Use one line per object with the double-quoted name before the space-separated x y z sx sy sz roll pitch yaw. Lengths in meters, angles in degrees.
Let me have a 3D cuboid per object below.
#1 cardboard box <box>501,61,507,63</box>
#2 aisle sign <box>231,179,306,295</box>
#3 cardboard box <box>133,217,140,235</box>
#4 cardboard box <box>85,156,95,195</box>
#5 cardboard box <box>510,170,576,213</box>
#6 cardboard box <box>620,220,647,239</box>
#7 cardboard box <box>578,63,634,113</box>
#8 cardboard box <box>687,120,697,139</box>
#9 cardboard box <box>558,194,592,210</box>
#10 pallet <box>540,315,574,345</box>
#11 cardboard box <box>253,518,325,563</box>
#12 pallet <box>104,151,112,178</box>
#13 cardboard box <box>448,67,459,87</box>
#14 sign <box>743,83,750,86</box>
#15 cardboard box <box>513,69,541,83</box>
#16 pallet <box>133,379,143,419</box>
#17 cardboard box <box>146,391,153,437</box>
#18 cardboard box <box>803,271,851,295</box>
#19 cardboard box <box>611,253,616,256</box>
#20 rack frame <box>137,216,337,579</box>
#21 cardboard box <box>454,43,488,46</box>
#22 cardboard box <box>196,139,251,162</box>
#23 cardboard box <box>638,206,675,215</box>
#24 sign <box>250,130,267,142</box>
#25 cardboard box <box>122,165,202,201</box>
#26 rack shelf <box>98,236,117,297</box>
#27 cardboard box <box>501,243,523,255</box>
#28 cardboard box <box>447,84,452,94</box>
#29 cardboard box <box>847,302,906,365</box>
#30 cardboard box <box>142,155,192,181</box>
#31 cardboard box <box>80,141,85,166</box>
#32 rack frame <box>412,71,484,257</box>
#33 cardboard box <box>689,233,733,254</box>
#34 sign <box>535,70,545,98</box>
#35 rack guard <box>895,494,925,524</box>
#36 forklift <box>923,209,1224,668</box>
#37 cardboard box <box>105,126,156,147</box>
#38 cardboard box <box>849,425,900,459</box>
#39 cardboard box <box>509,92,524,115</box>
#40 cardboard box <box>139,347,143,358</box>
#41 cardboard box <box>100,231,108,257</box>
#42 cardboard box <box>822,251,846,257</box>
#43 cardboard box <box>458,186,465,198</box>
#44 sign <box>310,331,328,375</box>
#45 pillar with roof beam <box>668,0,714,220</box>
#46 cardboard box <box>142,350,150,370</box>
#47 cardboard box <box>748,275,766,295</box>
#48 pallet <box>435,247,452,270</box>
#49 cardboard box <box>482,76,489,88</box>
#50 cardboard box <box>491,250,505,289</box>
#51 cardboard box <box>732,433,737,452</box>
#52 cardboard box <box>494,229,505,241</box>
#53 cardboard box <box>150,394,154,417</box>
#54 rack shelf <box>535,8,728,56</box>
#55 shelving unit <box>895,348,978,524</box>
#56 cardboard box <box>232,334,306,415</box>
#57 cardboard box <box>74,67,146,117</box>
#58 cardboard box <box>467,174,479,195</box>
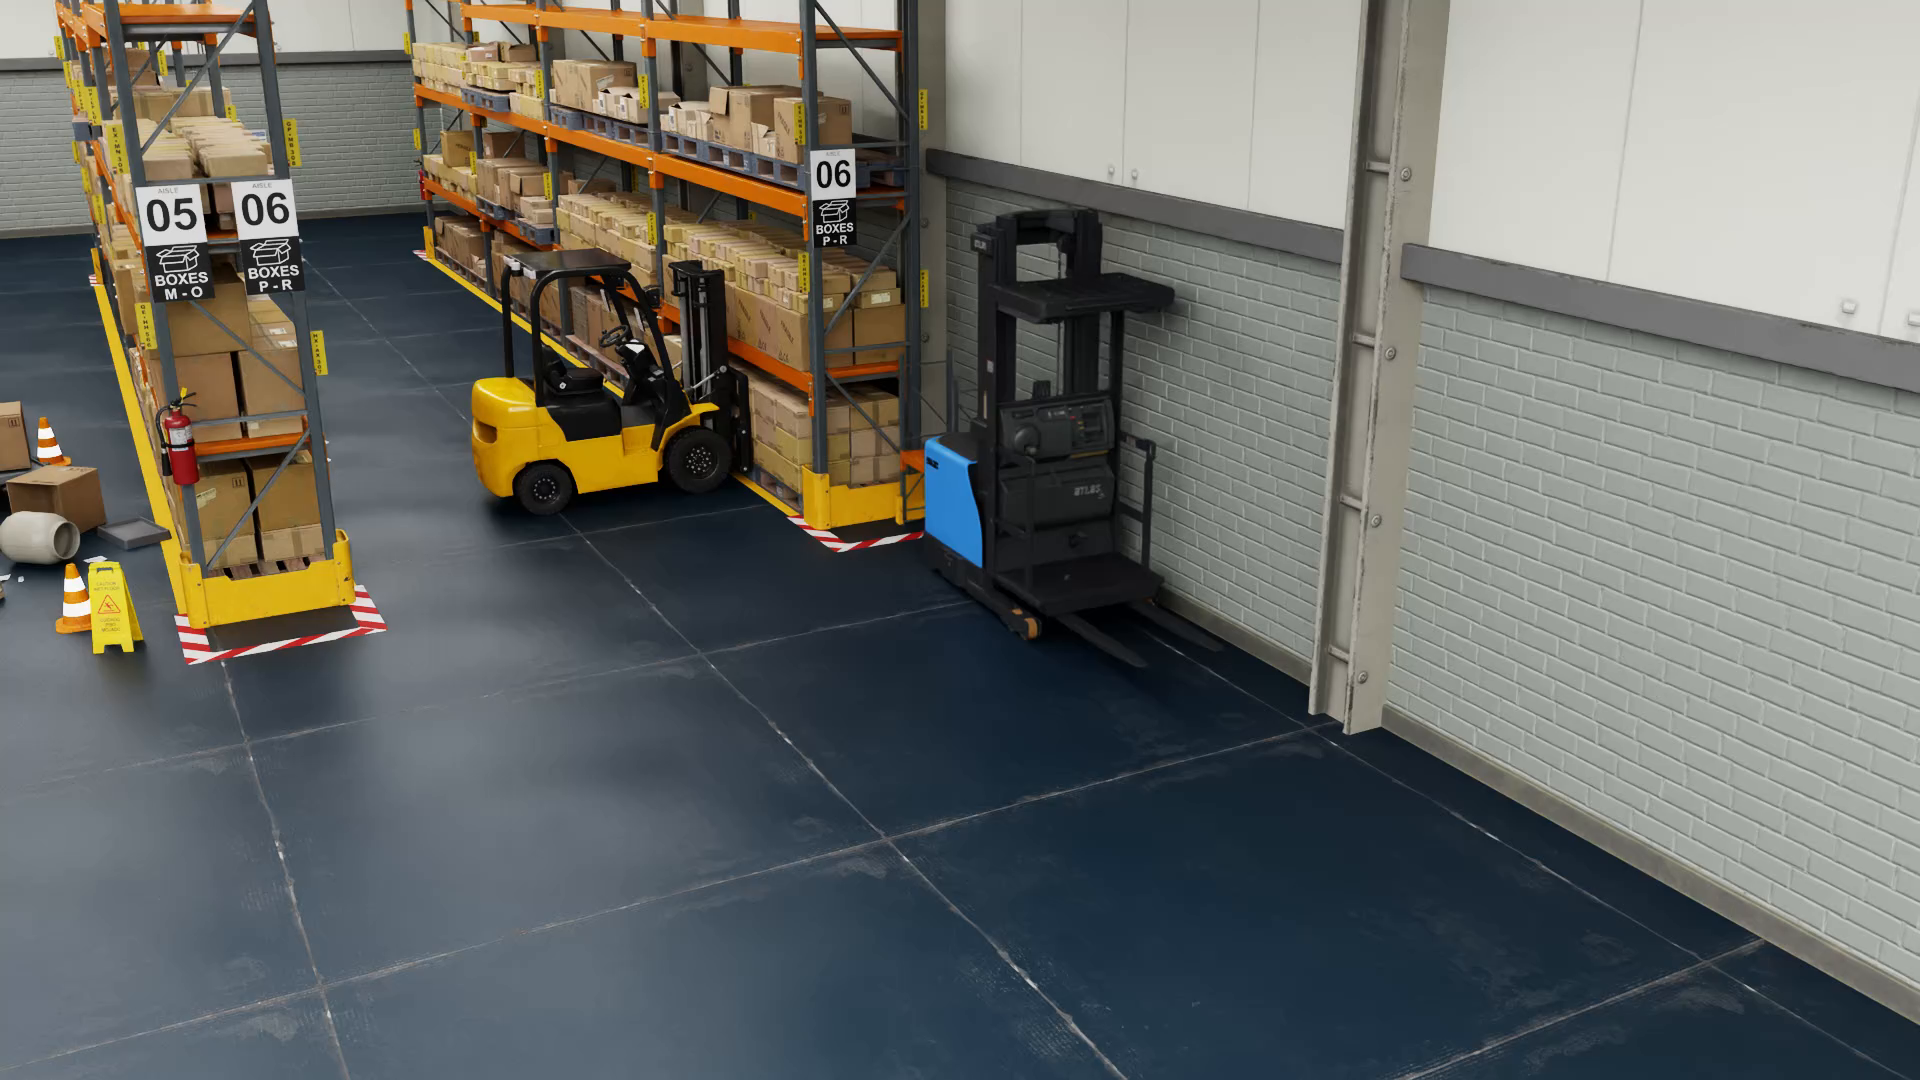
"cardboard box" -6.263 -6.707 23.502 0.380 0.149 0.250 -10 22 -27
"aisle sign" -4.874 -2.133 11.730 0.394 0.787 0.004 -10 21 -27
"cardboard box" -5.739 -2.299 11.982 0.380 0.149 0.250 -10 21 -26
"cardboard box" -10.919 -4.668 21.375 0.500 0.500 0.500 -10 21 -26
"cardboard box" -5.547 -4.628 22.143 0.797 0.503 0.637 -11 22 -28
"cardboard box" -3.517 -3.415 18.281 0.380 0.149 0.250 -11 22 -28
"cardboard box" -3.996 -5.114 18.804 0.500 0.500 0.500 -9 21 -25
"cardboard box" -2.399 -3.941 15.943 0.380 0.149 0.250 -9 21 -25
"cardboard box" -4.717 -4.158 20.434 0.380 0.149 0.250 -9 21 -25
"pallet" -4.930 -2.843 22.046 1.003 0.211 1.213 -10 21 -27
"cardboard box" -5.316 -0.047 13.242 0.500 0.250 0.500 -10 21 -27
"pallet" -7.275 -3.545 15.497 1.213 0.211 1.003 -10 21 -27
"cardboard box" -7.214 -6.824 24.484 0.500 0.250 0.500 -11 22 -28
"sign" -2.222 -4.579 17.289 0.100 0.325 0.005 -10 21 -27
"cardboard box" -5.527 -5.970 21.399 0.380 0.149 0.250 -11 22 -28
"pallet" -8.606 -1.628 18.526 1.003 0.211 1.213 -10 21 -27
"cardboard box" -7.672 -1.335 16.786 0.950 0.372 0.625 -9 21 -23
"cardboard box" -1.166 -2.209 14.331 0.380 0.149 0.250 -10 21 -27
"cardboard box" -3.631 -3.117 18.794 0.500 0.250 0.500 -10 21 -26
"rack frame" -5.177 -0.874 12.067 1.000 3.000 0.127 -10 21 -27
"cardboard box" -7.705 -7.728 26.336 0.500 0.250 0.500 -11 22 -28
"cardboard box" -5.619 -2.975 12.719 0.380 0.149 0.250 -10 21 -27
"cardboard box" -3.530 -3.795 19.383 0.380 0.149 0.250 -9 21 -25
"sign" -13.218 -7.457 31.289 0.329 0.494 0.001 -10 21 -27
"cardboard box" -5.883 -2.614 12.283 0.500 0.250 0.500 -10 22 -27
"rack shelf" -9.925 -3.405 20.503 1.077 0.370 4.000 -10 21 -27
"cardboard box" -6.373 -4.201 23.901 0.380 0.149 0.250 -11 22 -28
"cardboard box" -7.511 -6.819 25.080 0.380 0.149 0.250 -10 21 -26
"cardboard box" -0.801 -1.877 14.818 0.500 0.500 0.500 -9 21 -25
"cardboard box" -5.597 -2.602 11.637 0.380 0.149 0.250 -10 21 -26
"cardboard box" -12.057 -5.369 23.405 0.500 0.500 0.500 -10 21 -26
"rack frame" -8.408 -6.237 27.609 1.000 3.000 0.127 -10 21 -27
"cardboard box" -2.455 -2.927 16.411 0.380 0.149 0.250 -9 21 -25
"sign" -5.087 -5.520 20.138 0.100 0.325 0.005 -10 21 -27
"rack guard" -0.292 -0.310 14.646 0.587 0.250 0.087 -9 21 -25
"forklift" 0.815 -0.824 12.025 1.130 2.935 3.031 -9 21 -25
"cardboard box" -6.846 -3.331 13.750 0.380 0.149 0.250 -10 21 -27
"cardboard box" -0.850 -0.946 15.081 0.500 0.250 0.500 -10 21 -26
"cardboard box" -5.543 -5.685 21.640 0.500 0.250 0.500 -10 21 -27
"cardboard box" -7.209 -1.764 15.029 0.380 0.149 0.250 -10 21 -27
"cardboard box" -10.193 -3.638 20.306 0.500 0.250 0.500 -10 22 -28
"cardboard box" -1.265 -2.567 15.369 0.380 0.149 0.250 -9 21 -25
"cardboard box" -7.416 -5.313 25.316 0.380 0.149 0.250 -10 22 -27
"sign" -4.699 -1.368 12.169 0.100 0.325 0.005 -10 21 -27
"pillar with roof beam" -6.985 -5.875 17.362 9.100 9.000 0.400 -10 21 -27
"cardboard box" -6.627 -1.754 14.008 0.500 0.500 0.500 -10 21 -27
"cardboard box" -1.714 -2.349 15.193 0.380 0.149 0.250 -11 22 -28
"pallet" -7.992 -4.668 27.338 1.003 0.211 1.213 -10 21 -27
"cardboard box" -6.229 -6.194 22.472 0.380 0.149 0.250 -10 22 -27
"cardboard box" -6.477 -3.932 24.117 0.500 0.500 0.500 -9 21 -24
"cardboard box" -2.035 -1.064 16.187 0.500 0.250 0.500 -9 21 -25
"cardboard box" -6.519 -4.418 24.075 0.380 0.149 0.250 -10 22 -28
"cardboard box" -6.781 -1.179 14.377 0.380 0.149 0.250 -9 21 -25
"rack shelf" -3.659 -5.673 18.493 1.077 0.370 4.000 -10 21 -27
"shelving unit" -0.068 -0.755 14.021 0.587 1.500 1.083 -9 21 -25
"cardboard box" -5.157 -1.241 12.520 0.500 0.500 0.500 -10 22 -27
"cardboard box" -9.613 -5.089 18.886 0.700 0.500 0.500 -11 22 -29
"cardboard box" -6.965 -5.267 24.571 0.500 0.250 0.500 -9 21 -25
